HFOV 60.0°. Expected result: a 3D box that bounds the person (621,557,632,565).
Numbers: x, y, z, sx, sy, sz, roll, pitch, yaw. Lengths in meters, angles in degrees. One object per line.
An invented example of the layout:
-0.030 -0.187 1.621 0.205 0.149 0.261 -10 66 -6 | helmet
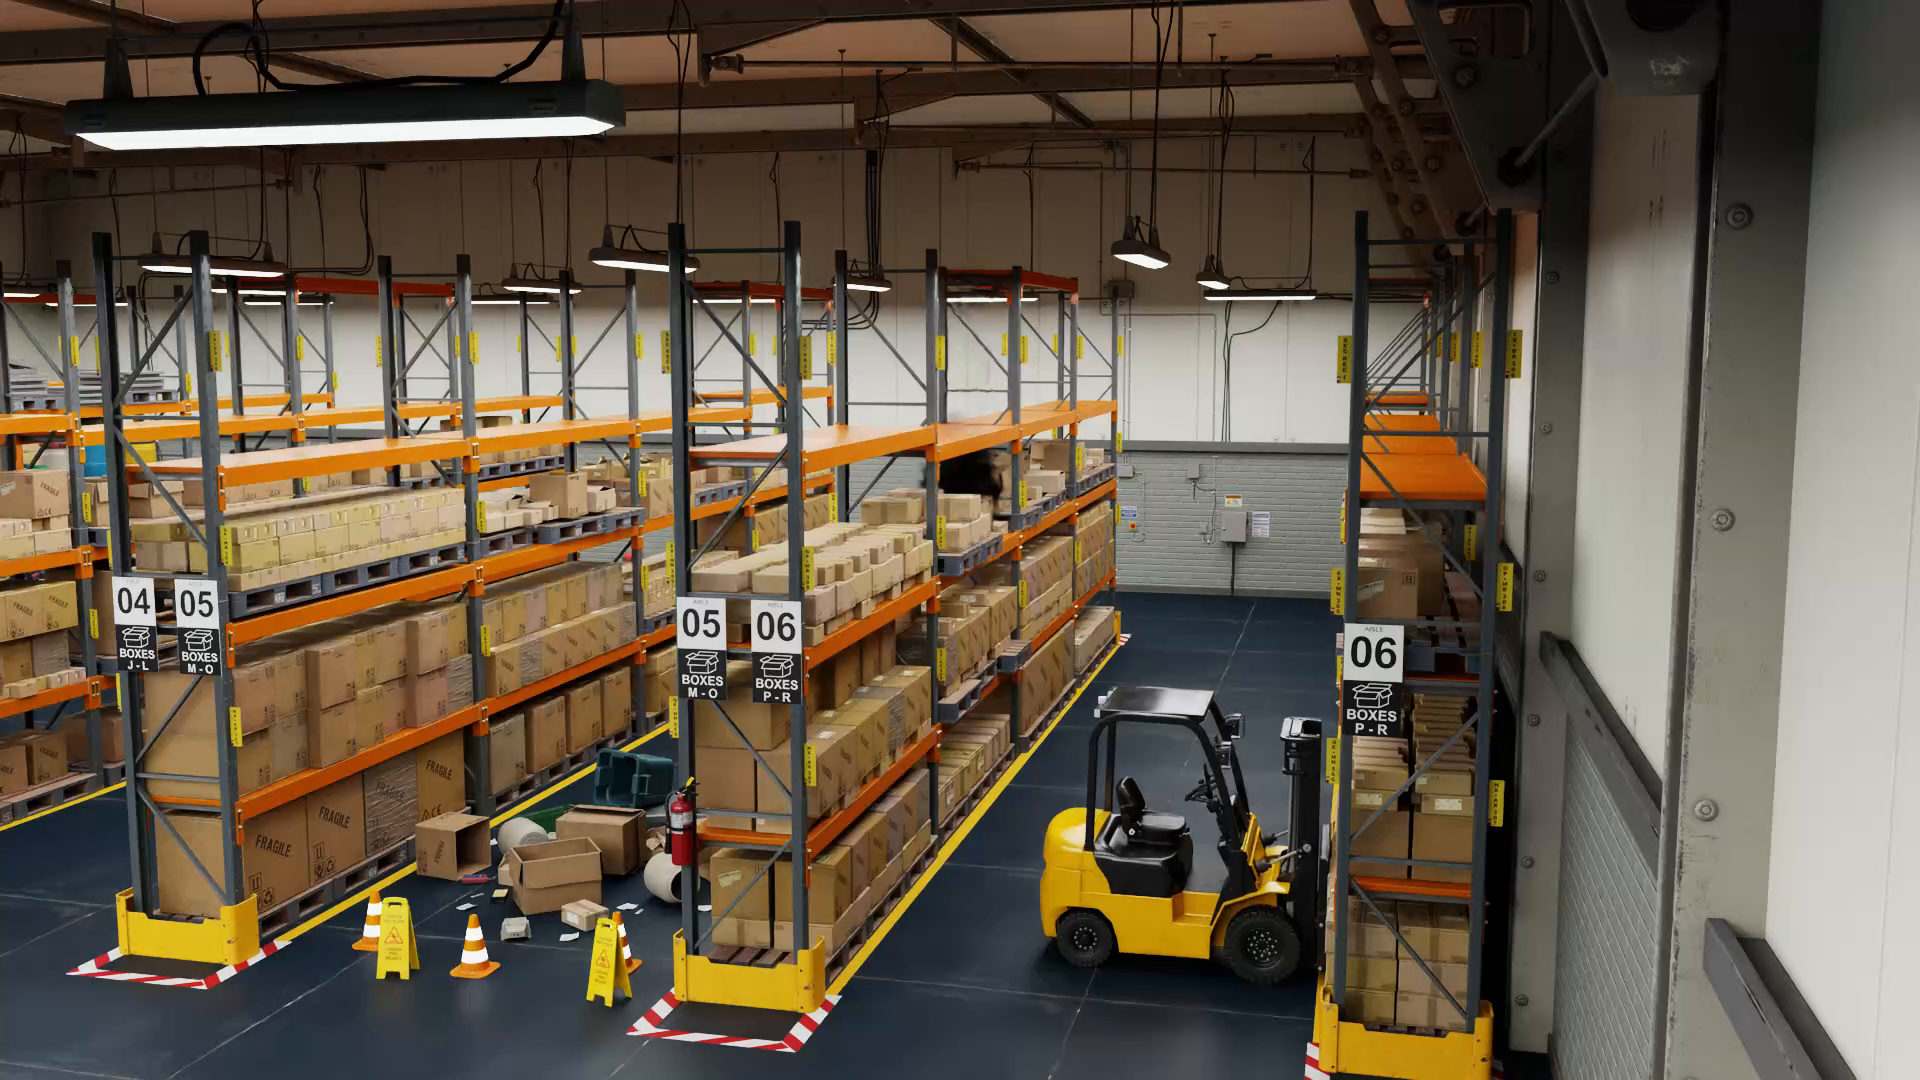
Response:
-5.241 1.052 26.335 0.620 1.640 0.705 2 7 17 | person
